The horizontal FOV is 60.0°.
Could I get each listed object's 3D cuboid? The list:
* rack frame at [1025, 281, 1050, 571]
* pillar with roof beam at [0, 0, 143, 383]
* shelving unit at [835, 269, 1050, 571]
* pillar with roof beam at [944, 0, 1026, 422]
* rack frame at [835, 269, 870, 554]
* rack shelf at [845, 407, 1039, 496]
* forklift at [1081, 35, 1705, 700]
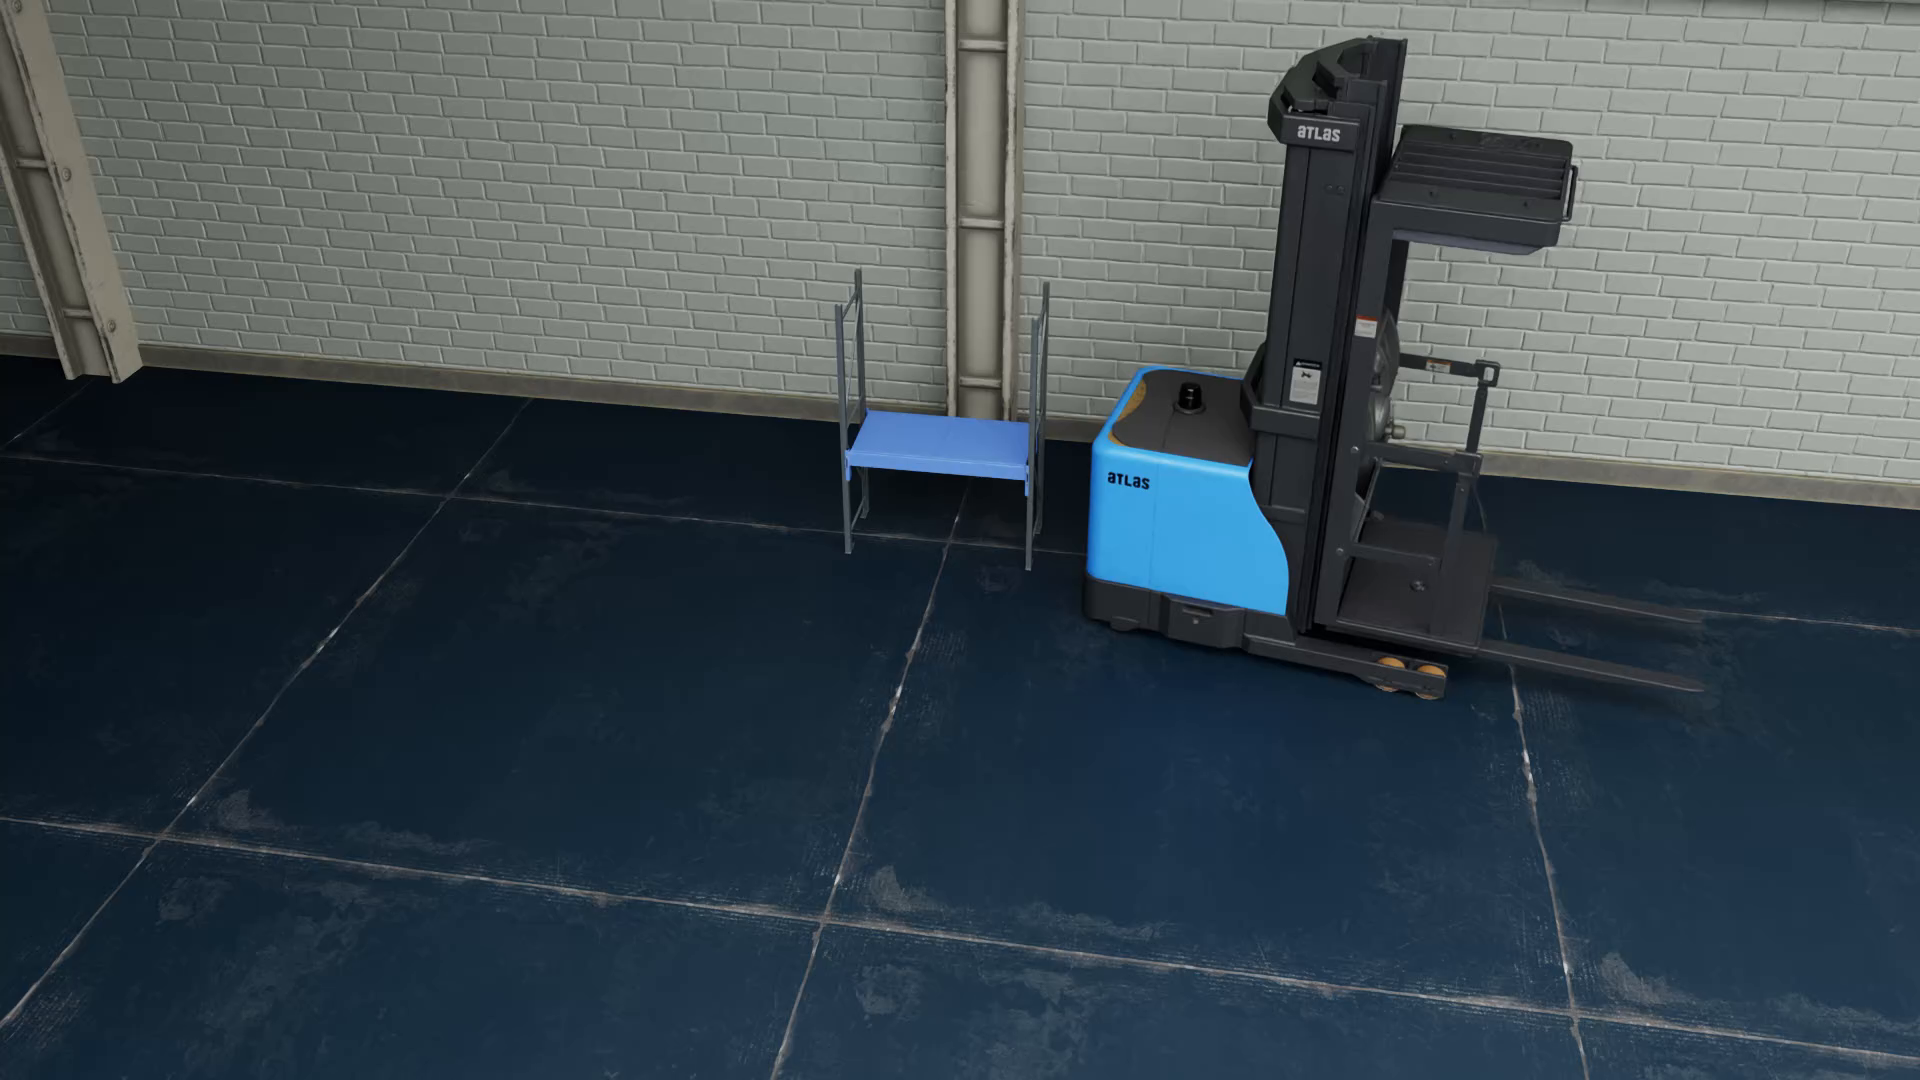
[{"bbox_3d":[0.417,-0.598,8.966,0.032,1.500,0.500,5,32,8],"label":"rack frame"},{"bbox_3d":[-6.501,-2.705,5.264,0.400,9.000,9.100,5,32,8],"label":"pillar with roof beam"},{"bbox_3d":[-0.084,-0.643,9.038,1.048,1.500,0.538,5,32,8],"label":"shelving unit"},{"bbox_3d":[-0.586,-2.169,4.408,0.400,9.000,9.100,5,32,8],"label":"pillar with roof beam"},{"bbox_3d":[-0.585,-0.689,9.111,0.032,1.500,0.500,5,32,8],"label":"rack frame"},{"bbox_3d":[-0.084,-0.491,9.134,1.000,0.185,0.538,5,32,8],"label":"rack shelf"},{"bbox_3d":[2.210,-0.777,7.903,3.031,2.935,1.130,11,34,17],"label":"forklift"}]
